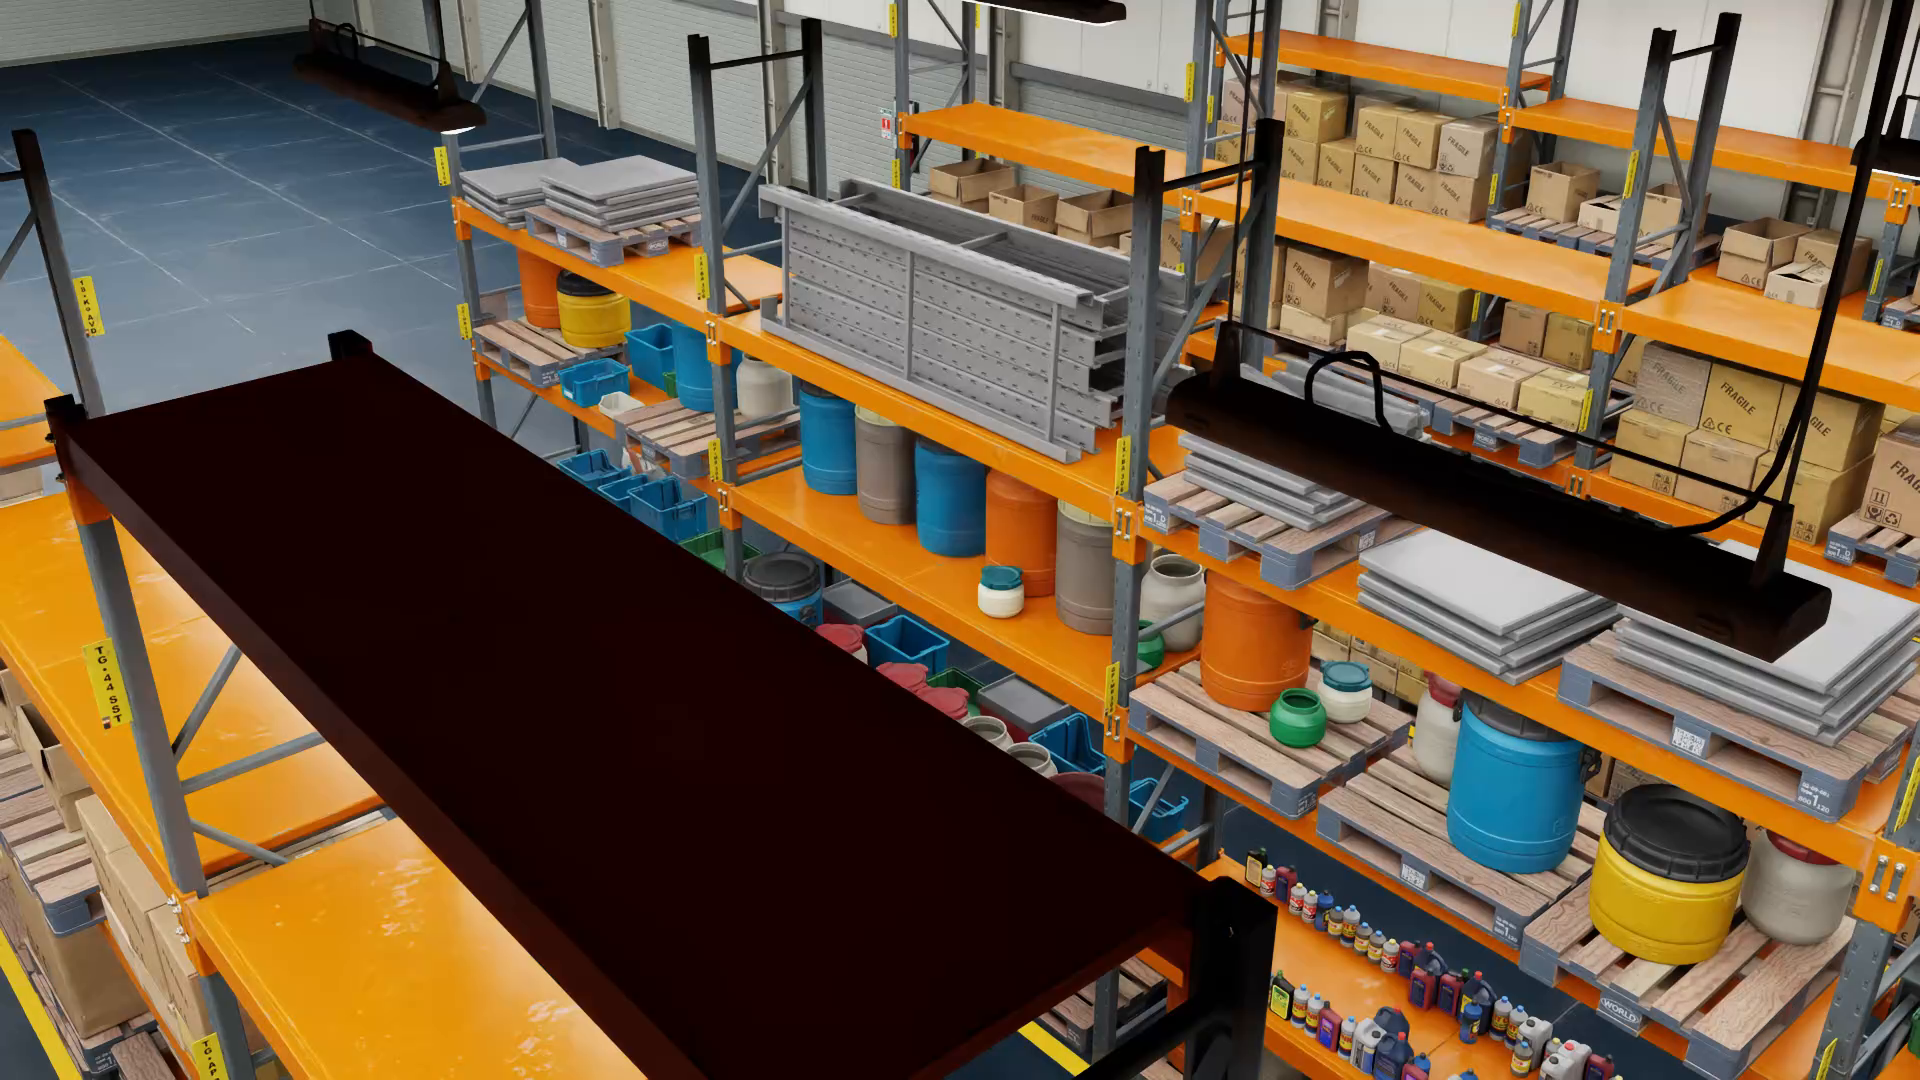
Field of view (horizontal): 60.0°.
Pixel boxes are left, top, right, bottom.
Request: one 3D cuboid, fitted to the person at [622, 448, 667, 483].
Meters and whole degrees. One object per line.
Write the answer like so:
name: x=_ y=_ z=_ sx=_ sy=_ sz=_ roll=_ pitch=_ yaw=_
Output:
person: x=-3.282 y=-0.776 z=17.226 sx=0.694 sy=1.794 sz=0.624 roll=4 pitch=27 yaw=7
